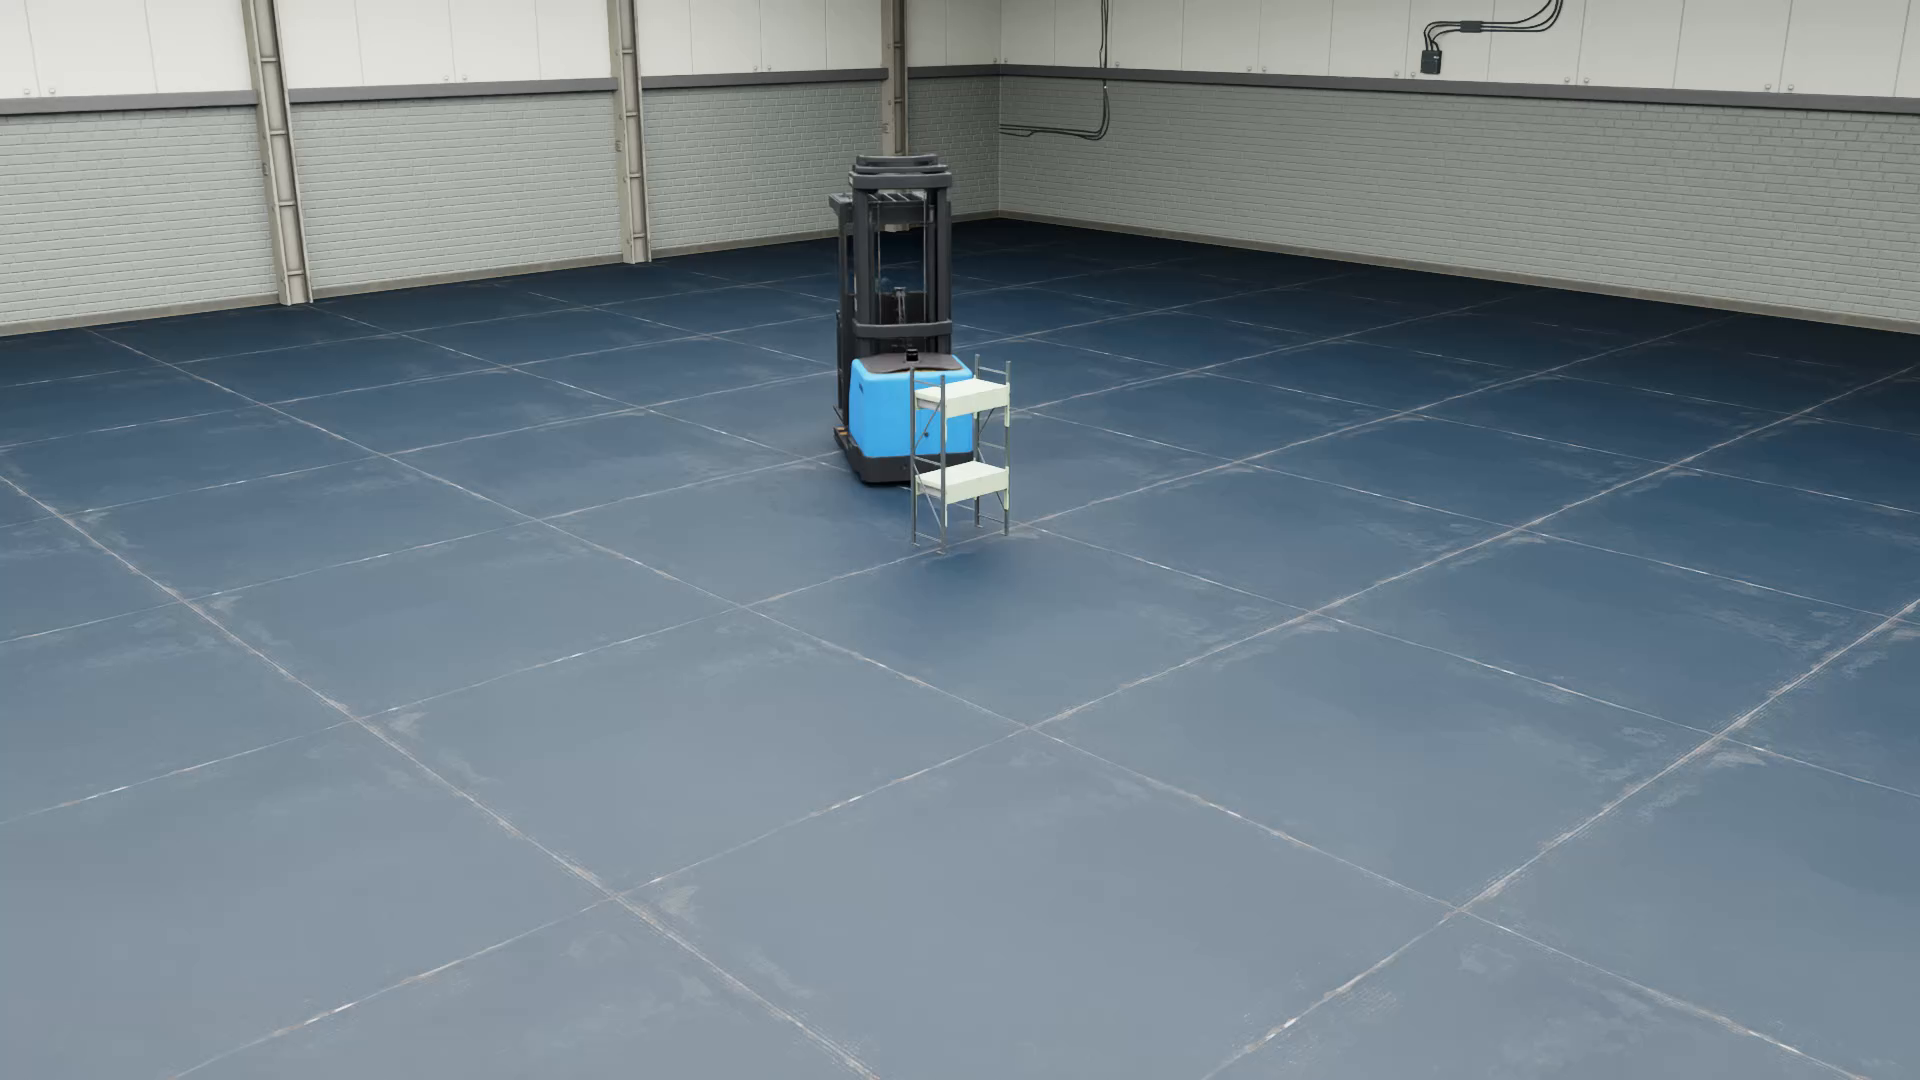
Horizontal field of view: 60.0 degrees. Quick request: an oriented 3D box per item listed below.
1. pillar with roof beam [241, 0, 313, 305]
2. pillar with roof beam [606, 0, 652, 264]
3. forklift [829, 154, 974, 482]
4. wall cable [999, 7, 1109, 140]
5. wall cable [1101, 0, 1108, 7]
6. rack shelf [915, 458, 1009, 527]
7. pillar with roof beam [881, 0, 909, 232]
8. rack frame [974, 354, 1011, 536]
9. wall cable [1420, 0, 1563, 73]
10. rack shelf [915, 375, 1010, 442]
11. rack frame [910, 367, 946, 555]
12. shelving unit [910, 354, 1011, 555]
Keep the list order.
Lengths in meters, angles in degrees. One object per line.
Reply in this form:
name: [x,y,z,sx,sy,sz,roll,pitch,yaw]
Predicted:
pillar with roof beam: [-7.016,-6.884,20.628,0.400,9.000,9.100,-16,24,-41]
pillar with roof beam: [-2.656,-8.156,24.549,0.400,9.000,9.100,-16,24,-41]
forklift: [-0.677,-2.342,16.456,1.130,2.935,3.031,-4,18,-11]
wall cable: [1.795,-9.243,32.936,0.112,2.526,3.097,-16,24,-41]
wall cable: [3.654,-11.039,30.287,0.112,2.526,3.097,-16,24,-41]
rack shelf: [0.005,-0.405,13.858,0.720,0.370,0.431,-16,24,-41]
pillar with roof beam: [1.704,-9.427,28.470,0.400,9.000,9.100,-16,24,-41]
rack frame: [0.271,-0.792,13.997,0.023,1.500,0.400,-16,24,-41]
wall cable: [8.306,-10.207,25.360,0.169,6.003,2.305,-16,24,-41]
rack shelf: [0.005,-1.086,13.637,0.720,0.370,0.431,-16,24,-41]
rack frame: [-0.261,-0.637,13.519,0.023,1.500,0.400,-16,24,-41]
shelving unit: [0.005,-0.715,13.758,0.755,1.500,0.431,-16,24,-41]
